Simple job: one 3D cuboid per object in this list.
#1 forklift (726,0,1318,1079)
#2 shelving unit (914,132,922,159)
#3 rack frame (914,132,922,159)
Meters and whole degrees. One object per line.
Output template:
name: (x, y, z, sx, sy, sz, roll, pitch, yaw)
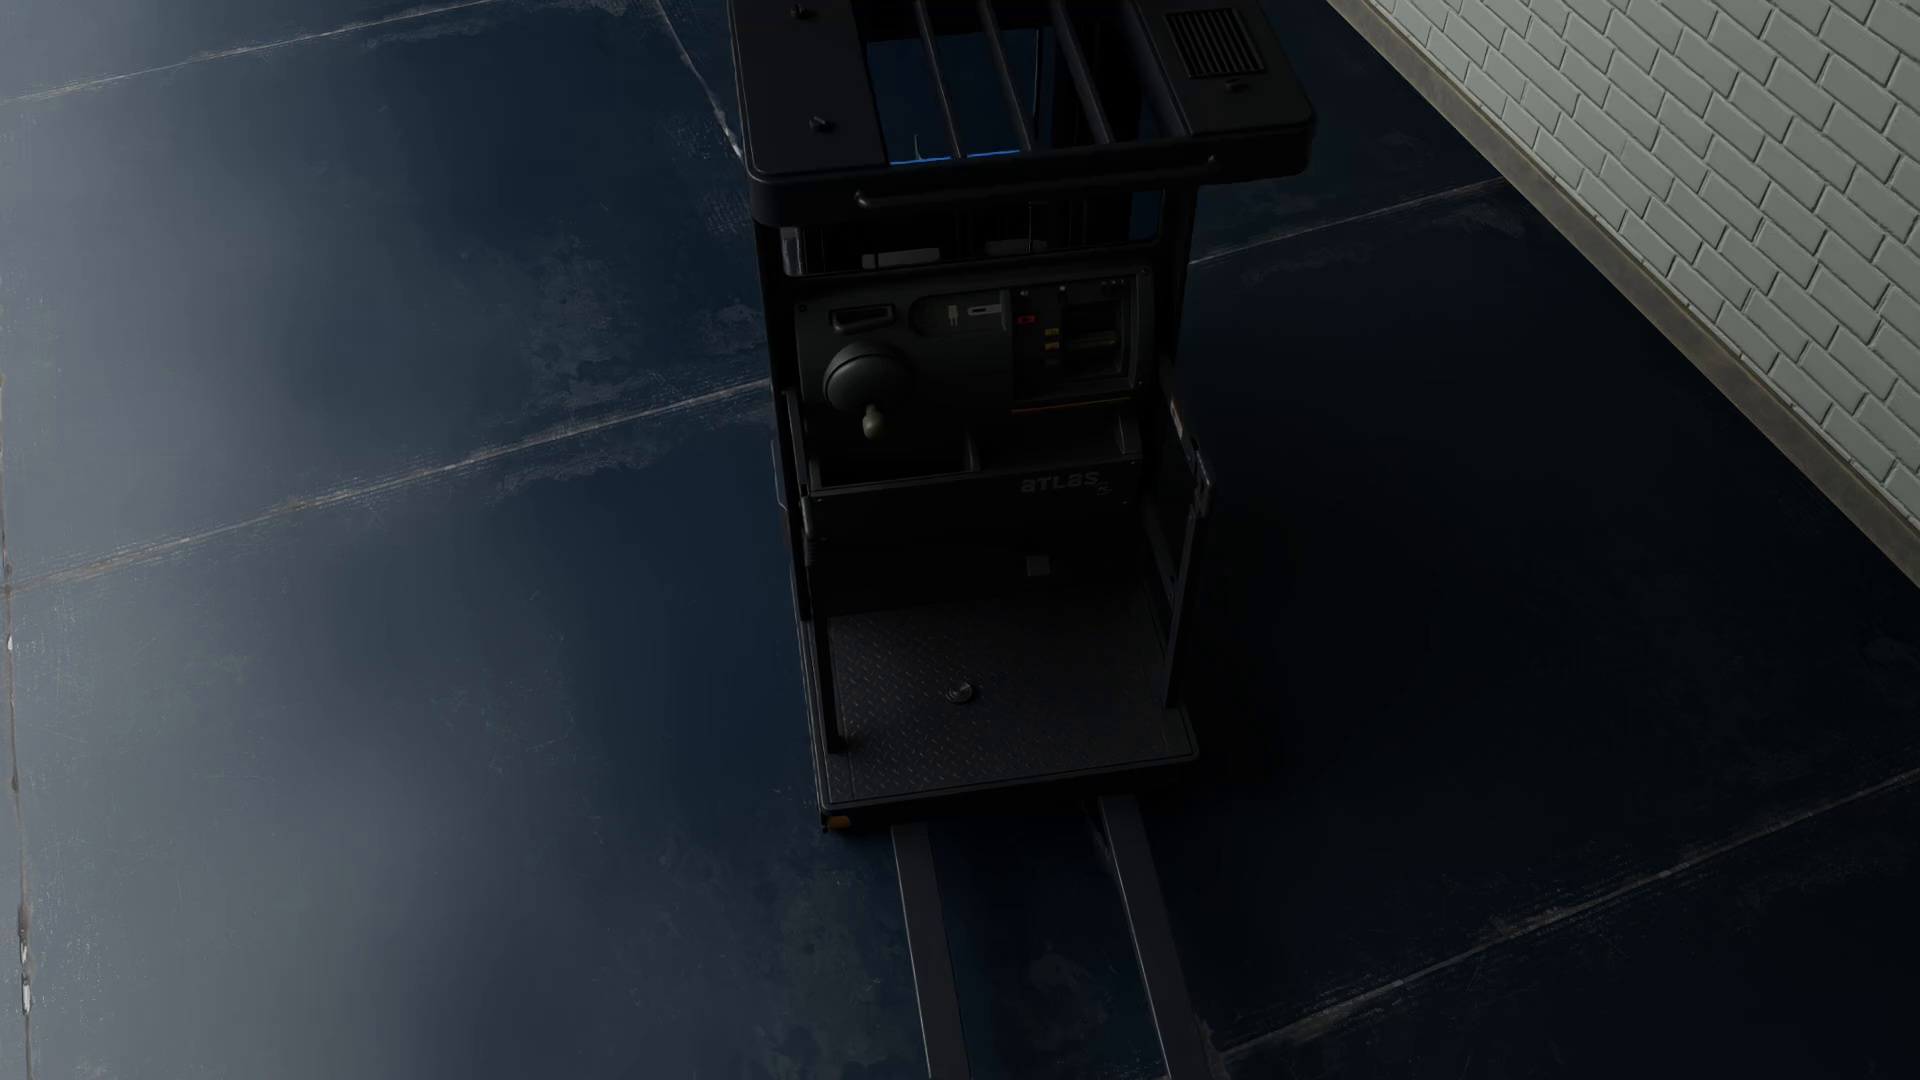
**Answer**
forklift: (0.079, -0.389, 4.152, 1.130, 2.935, 3.031, -7, 50, -6)
shelving unit: (-0.212, -1.000, 6.005, 0.210, 0.900, 0.258, -13, 47, -11)
rack frame: (-0.115, -1.023, 6.024, 0.006, 0.900, 0.240, -13, 47, -11)
